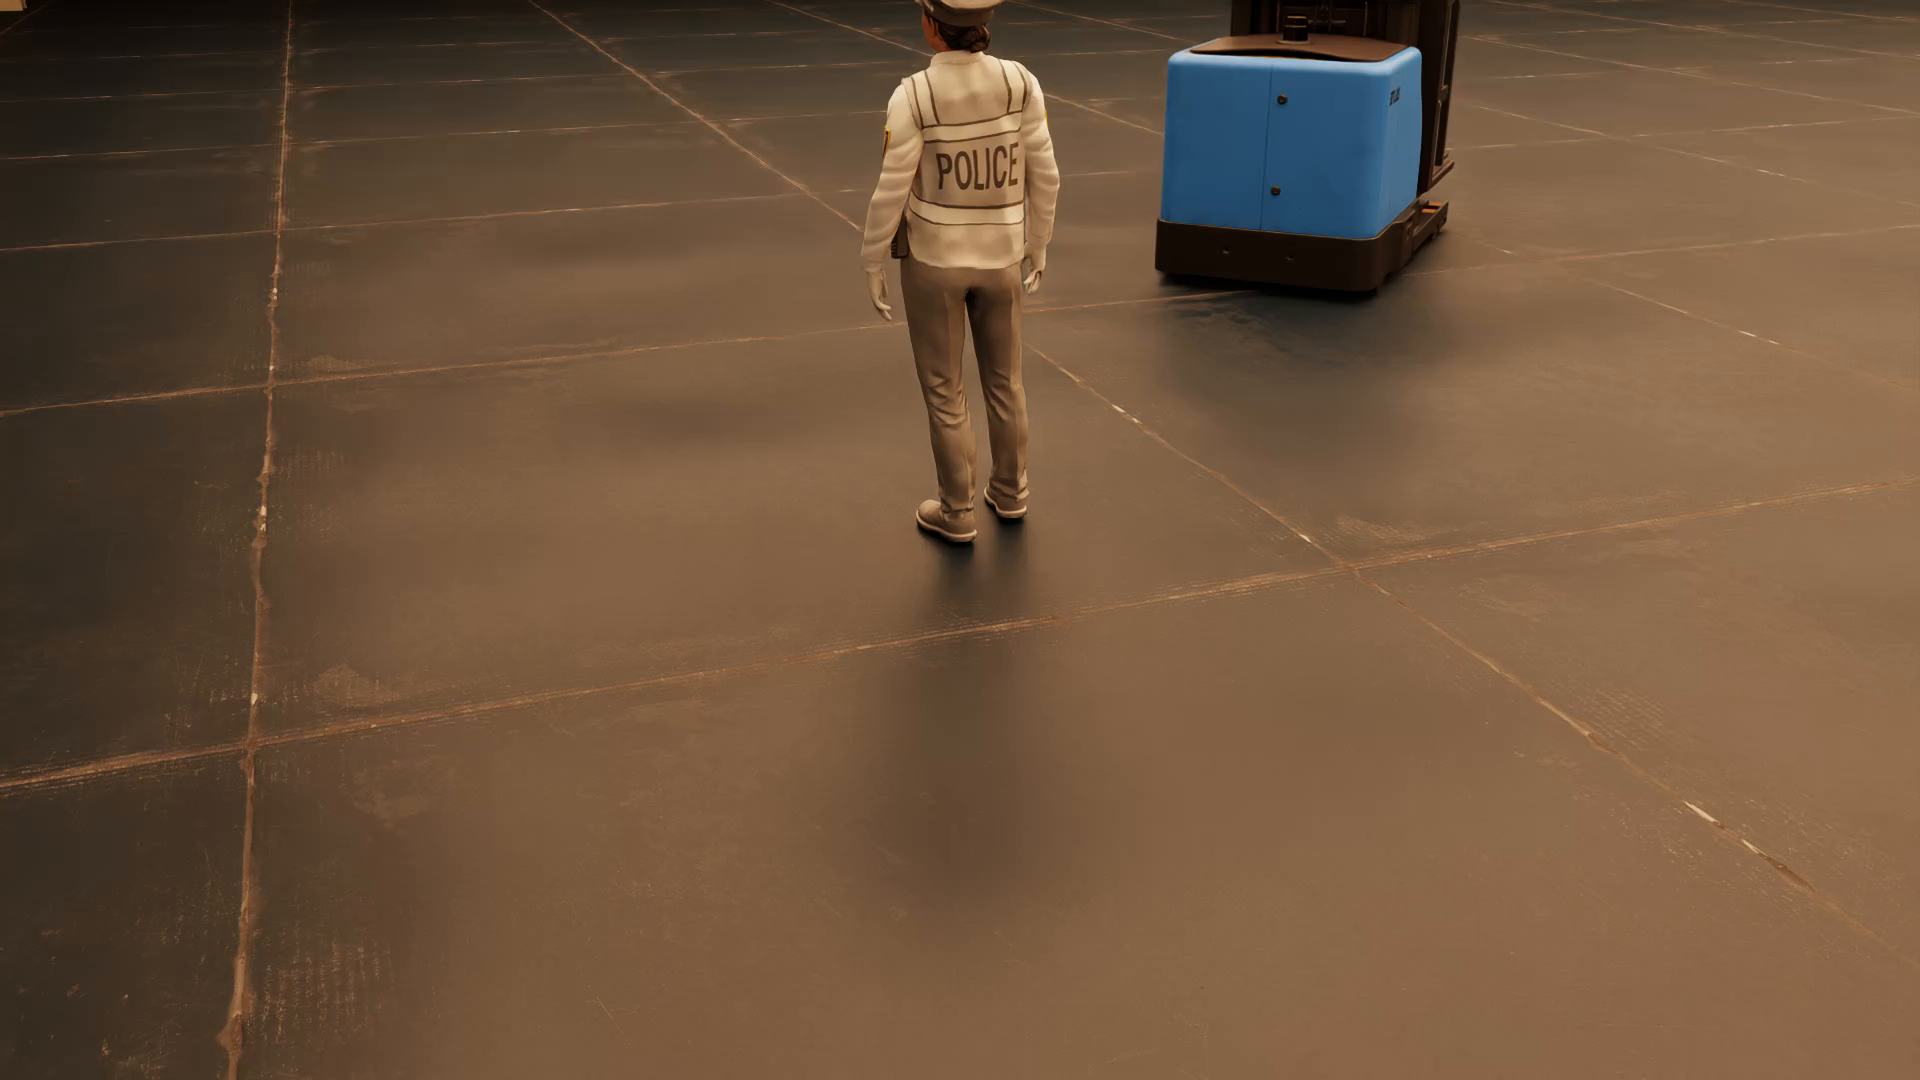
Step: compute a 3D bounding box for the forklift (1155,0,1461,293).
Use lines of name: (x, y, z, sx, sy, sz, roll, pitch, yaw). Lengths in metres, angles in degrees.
forklift: (2.016, -3.021, 8.481, 1.130, 2.935, 3.031, 10, 25, 23)

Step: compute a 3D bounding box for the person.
person: (-0.017, -0.813, 4.808, 0.588, 1.696, 0.533, -8, 24, -18)
